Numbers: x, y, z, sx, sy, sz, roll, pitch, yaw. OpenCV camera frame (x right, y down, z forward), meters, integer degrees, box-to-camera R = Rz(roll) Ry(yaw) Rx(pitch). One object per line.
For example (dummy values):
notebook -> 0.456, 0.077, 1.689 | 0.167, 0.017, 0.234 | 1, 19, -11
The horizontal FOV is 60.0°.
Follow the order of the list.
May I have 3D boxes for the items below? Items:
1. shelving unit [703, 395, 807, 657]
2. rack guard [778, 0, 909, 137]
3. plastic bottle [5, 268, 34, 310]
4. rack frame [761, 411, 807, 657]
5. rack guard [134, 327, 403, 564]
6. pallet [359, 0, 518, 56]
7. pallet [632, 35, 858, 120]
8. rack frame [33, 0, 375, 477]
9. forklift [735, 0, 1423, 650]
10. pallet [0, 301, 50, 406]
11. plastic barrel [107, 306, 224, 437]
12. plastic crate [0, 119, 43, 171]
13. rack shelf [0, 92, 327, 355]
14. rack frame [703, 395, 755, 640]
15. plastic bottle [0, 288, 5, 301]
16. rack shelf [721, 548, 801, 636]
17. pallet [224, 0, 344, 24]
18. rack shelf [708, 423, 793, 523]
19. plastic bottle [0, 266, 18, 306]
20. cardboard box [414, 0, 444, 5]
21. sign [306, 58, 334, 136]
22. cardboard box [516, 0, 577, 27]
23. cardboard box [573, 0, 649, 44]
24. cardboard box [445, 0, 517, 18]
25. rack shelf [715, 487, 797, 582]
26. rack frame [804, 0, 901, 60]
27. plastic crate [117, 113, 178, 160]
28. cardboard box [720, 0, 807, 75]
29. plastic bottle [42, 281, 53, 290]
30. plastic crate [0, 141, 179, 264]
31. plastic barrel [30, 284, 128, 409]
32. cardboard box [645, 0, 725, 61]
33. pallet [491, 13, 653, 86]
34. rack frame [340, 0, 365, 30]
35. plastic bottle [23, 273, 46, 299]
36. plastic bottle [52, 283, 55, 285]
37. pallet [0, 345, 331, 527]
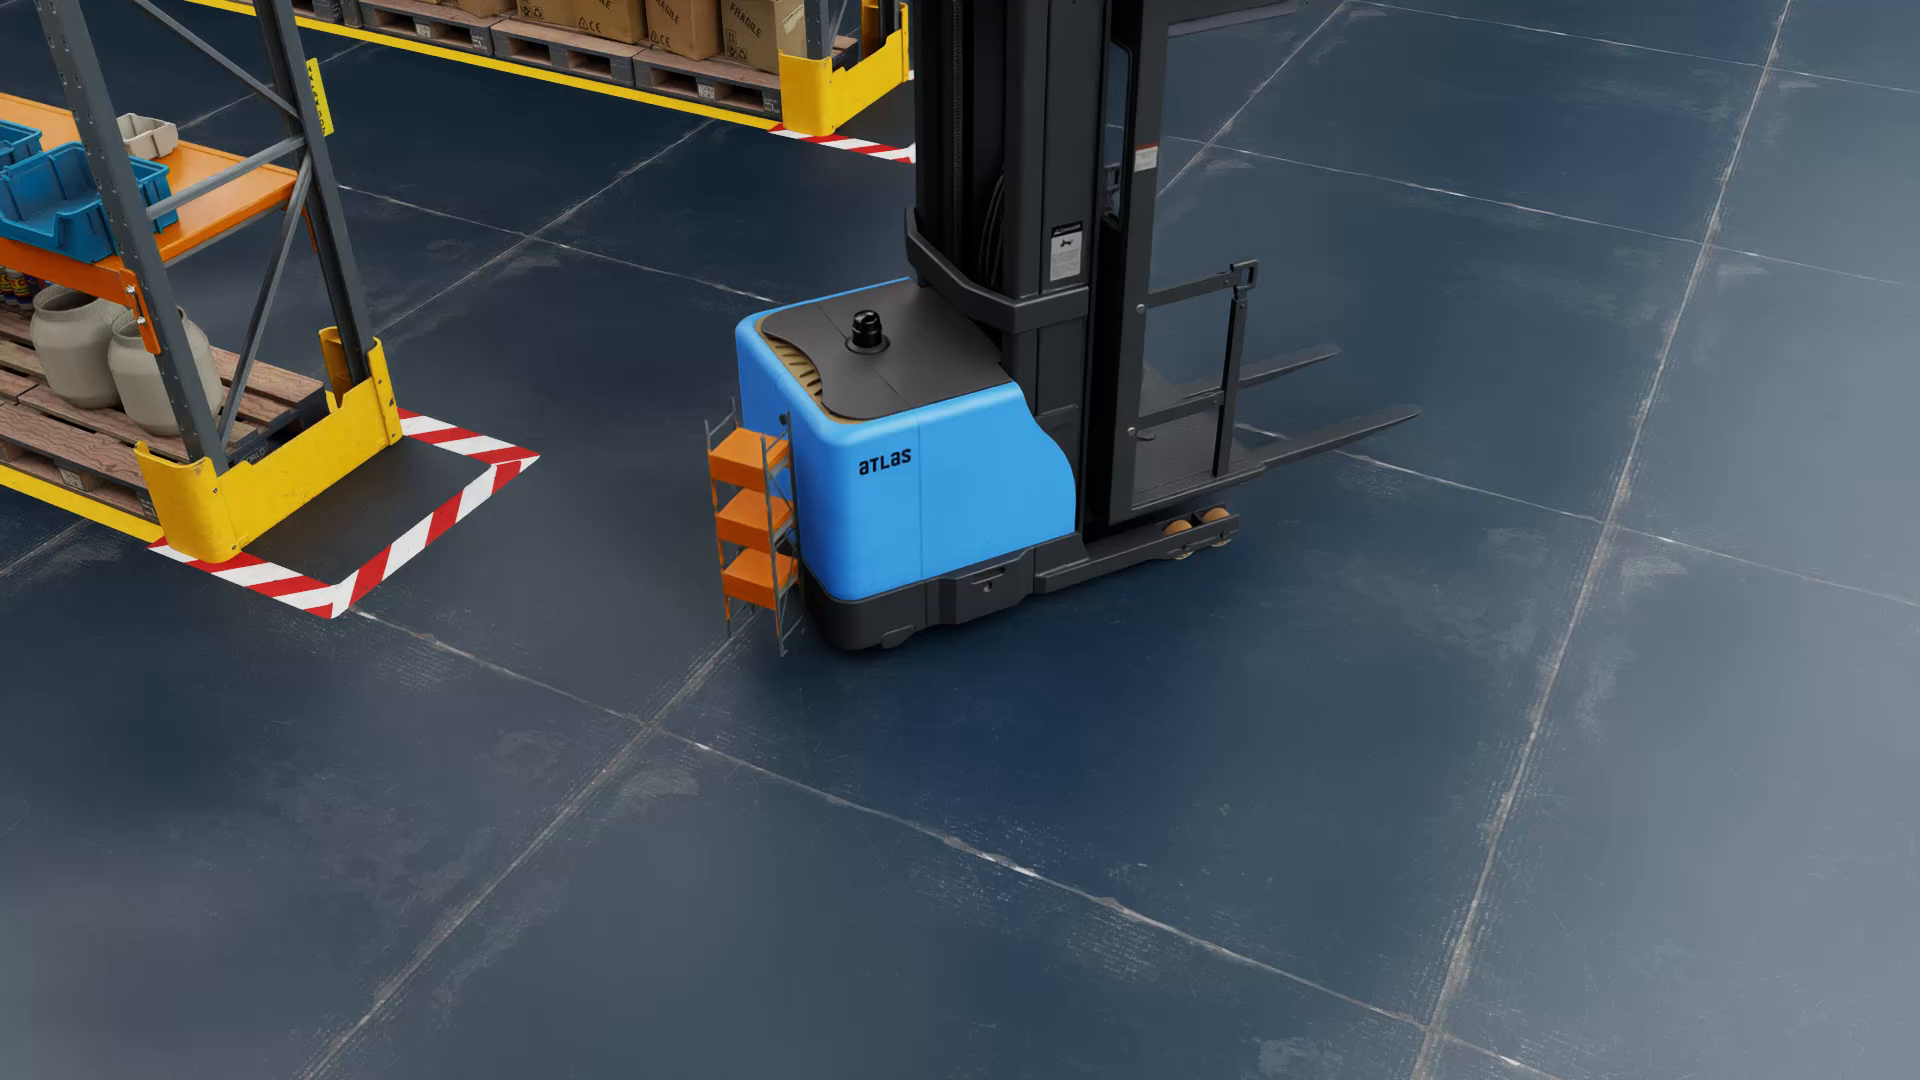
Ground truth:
shelving unit -> -0.782, -0.038, 6.431 | 0.252, 1.050, 0.215 | 16, 40, 20
rack guard -> -0.748, -3.130, 10.959 | 0.348, 0.500, 1.175 | 17, 41, 21
plastic bottle -> -4.730, -1.300, 8.375 | 0.097, 0.271, 0.097 | 0, 37, 0
rack frame -> -0.672, -0.006, 6.389 | 0.008, 1.050, 0.200 | 16, 40, 20
rack guard -> -3.048, -0.445, 7.423 | 0.348, 0.500, 1.175 | 17, 41, 21
pallet -> -3.620, -3.938, 12.263 | 1.213, 0.211, 1.003 | 17, 41, 21
pallet -> -1.454, -3.259, 11.369 | 1.213, 0.211, 1.003 | 17, 41, 21
rack frame -> -2.959, -1.445, 6.673 | 0.127, 3.000, 1.000 | 17, 41, 21
forklift -> 0.637, -1.351, 6.606 | 3.031, 2.935, 1.130 | -17, 40, -21
pallet -> -4.846, -0.899, 8.259 | 1.213, 0.211, 1.003 | 17, 41, 21
plastic barrel -> -3.578, -0.763, 7.485 | 0.421, 0.512, 0.421 | 0, 37, 0
plastic crate -> -4.115, -1.548, 6.931 | 0.408, 0.251, 0.499 | 17, 41, 21
rack shelf -> -4.735, -1.714, 7.623 | 4.000, 0.370, 1.077 | 17, 41, 21
rack frame -> -0.892, -0.070, 6.473 | 0.008, 1.050, 0.200 | 16, 40, 20
plastic bottle -> -4.907, -1.328, 8.469 | 0.097, 0.201, 0.097 | 0, 37, 0
rack shelf -> -0.782, 0.192, 6.606 | 0.240, 0.259, 0.215 | 16, 40, 20
pallet -> -4.925, -4.321, 12.768 | 1.213, 0.211, 1.003 | 17, 41, 21
rack shelf -> -0.782, -0.255, 6.265 | 0.240, 0.259, 0.215 | 16, 40, 20
plastic bottle -> -4.819, -1.328, 8.411 | 0.097, 0.271, 0.097 | 0, 37, 0
cardboard box -> -3.896, -4.255, 12.095 | 0.500, 0.500, 0.500 | 16, 40, 20
sign -> -2.702, -1.849, 6.976 | 0.005, 0.325, 0.100 | 17, 41, 21
cardboard box -> -2.797, -3.970, 11.719 | 0.500, 0.500, 0.500 | 14, 39, 18
cardboard box -> -2.322, -3.790, 11.483 | 0.500, 0.500, 0.500 | 21, 42, 26
cardboard box -> -3.384, -4.100, 11.890 | 0.500, 0.500, 0.500 | -30, 47, -34
rack shelf -> -0.782, -0.029, 6.437 | 0.240, 0.259, 0.215 | 16, 40, 20
rack frame -> -0.681, -4.104, 10.176 | 0.127, 3.000, 1.000 | 17, 41, 21
plastic crate -> -3.605, -1.761, 7.308 | 0.250, 0.136, 0.298 | 17, 41, 21
cardboard box -> -1.228, -3.458, 11.045 | 0.500, 0.500, 0.500 | 25, 44, 29
plastic bottle -> -4.517, -1.206, 8.308 | 0.097, 0.201, 0.097 | 0, 37, 0
plastic crate -> -3.541, -1.364, 6.689 | 0.616, 0.251, 0.499 | 17, 41, 21
plastic barrel -> -4.023, -0.903, 7.668 | 0.421, 0.512, 0.421 | 0, 37, 0
cardboard box -> -1.774, -3.606, 11.240 | 0.500, 0.500, 0.500 | 29, 46, 33
pallet -> -2.533, -3.599, 11.817 | 1.213, 0.211, 1.003 | 17, 41, 21
rack frame -> -4.233, -5.216, 11.641 | 0.127, 3.000, 1.000 | 17, 41, 21
plastic bottle -> -4.618, -1.282, 8.341 | 0.133, 0.283, 0.061 | 18, 41, 22
plastic bottle -> -4.425, -1.205, 8.249 | 0.097, 0.271, 0.097 | 0, 37, 0
pallet -> -3.767, -0.559, 7.812 | 1.213, 0.211, 1.003 | 17, 41, 21
